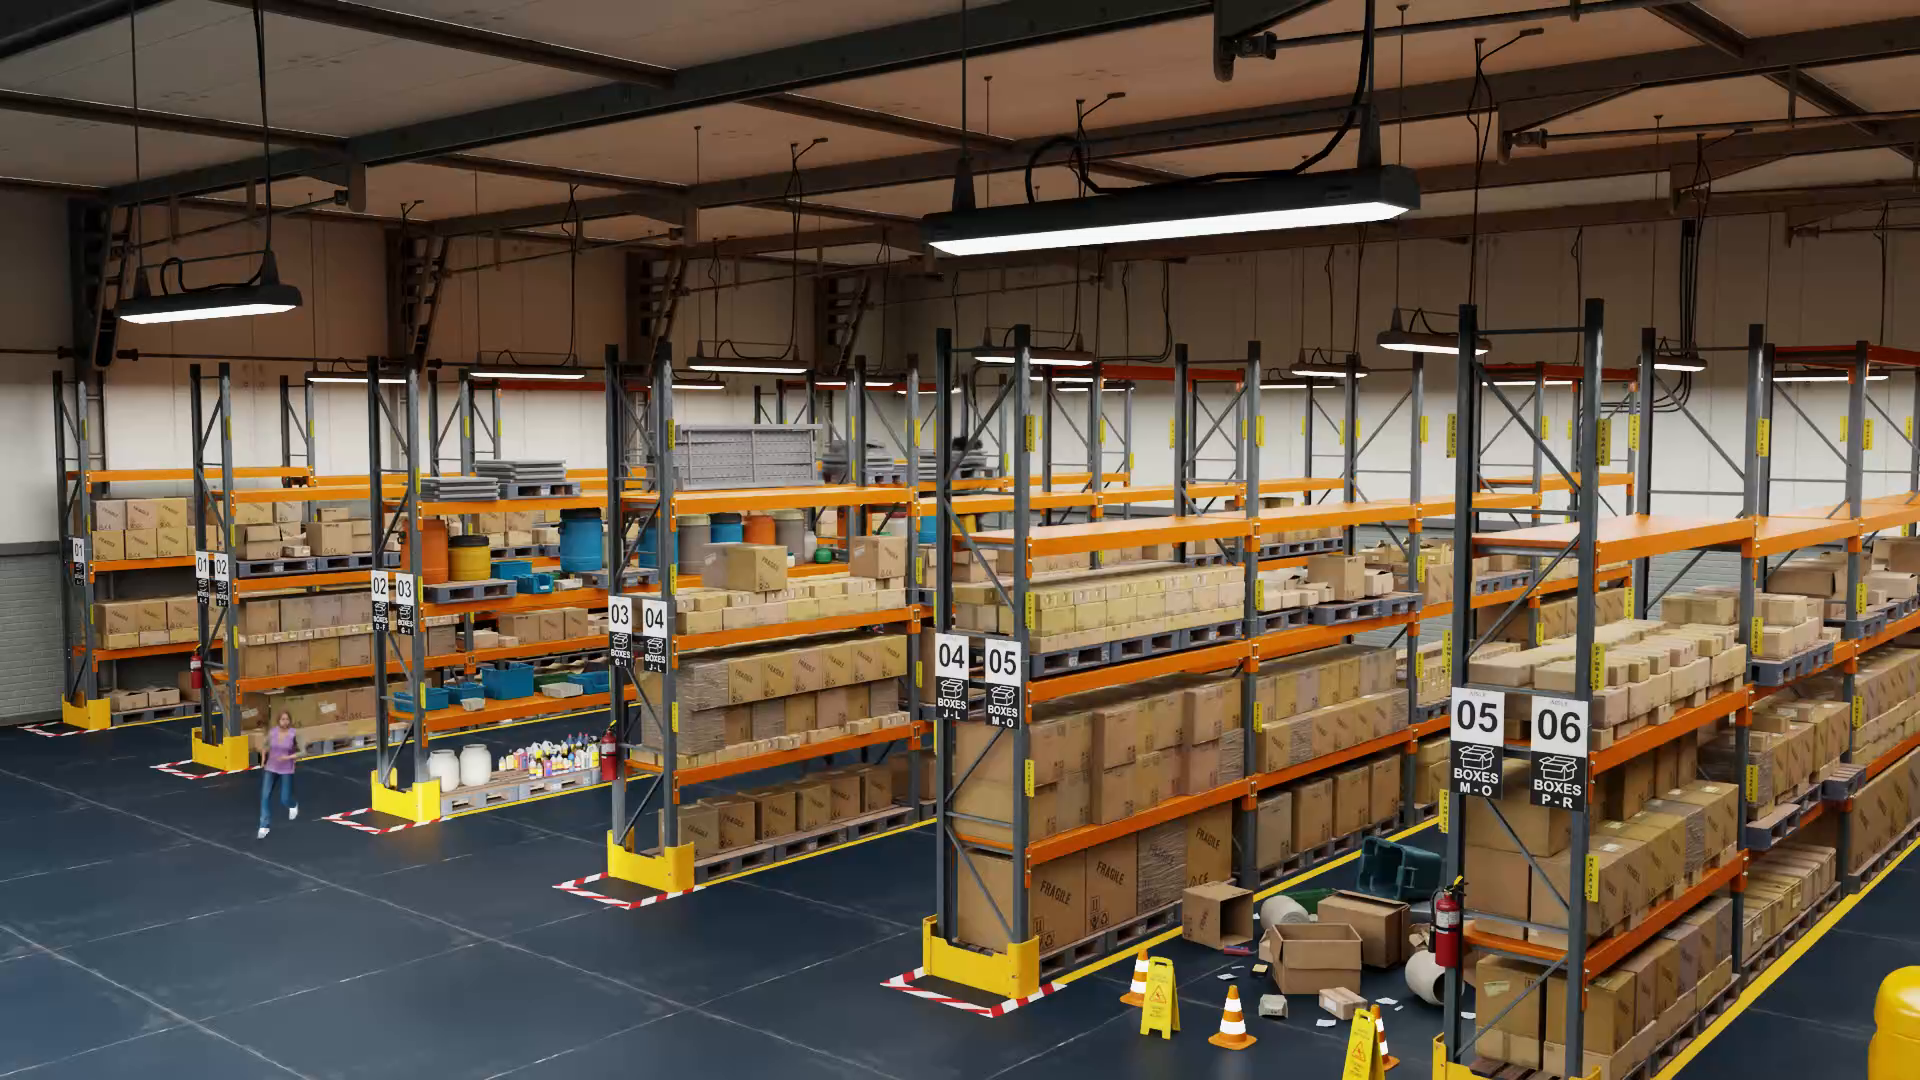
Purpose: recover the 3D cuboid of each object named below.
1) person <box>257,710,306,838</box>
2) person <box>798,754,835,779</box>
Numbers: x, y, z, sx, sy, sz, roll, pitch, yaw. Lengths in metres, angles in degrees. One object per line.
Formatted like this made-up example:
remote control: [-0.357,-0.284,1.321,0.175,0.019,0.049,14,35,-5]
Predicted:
person: [-8.509,2.910,20.910,0.569,1.553,0.712,-1,4,-7]
person: [-2.087,2.613,23.602,0.574,1.639,0.939,2,5,25]
